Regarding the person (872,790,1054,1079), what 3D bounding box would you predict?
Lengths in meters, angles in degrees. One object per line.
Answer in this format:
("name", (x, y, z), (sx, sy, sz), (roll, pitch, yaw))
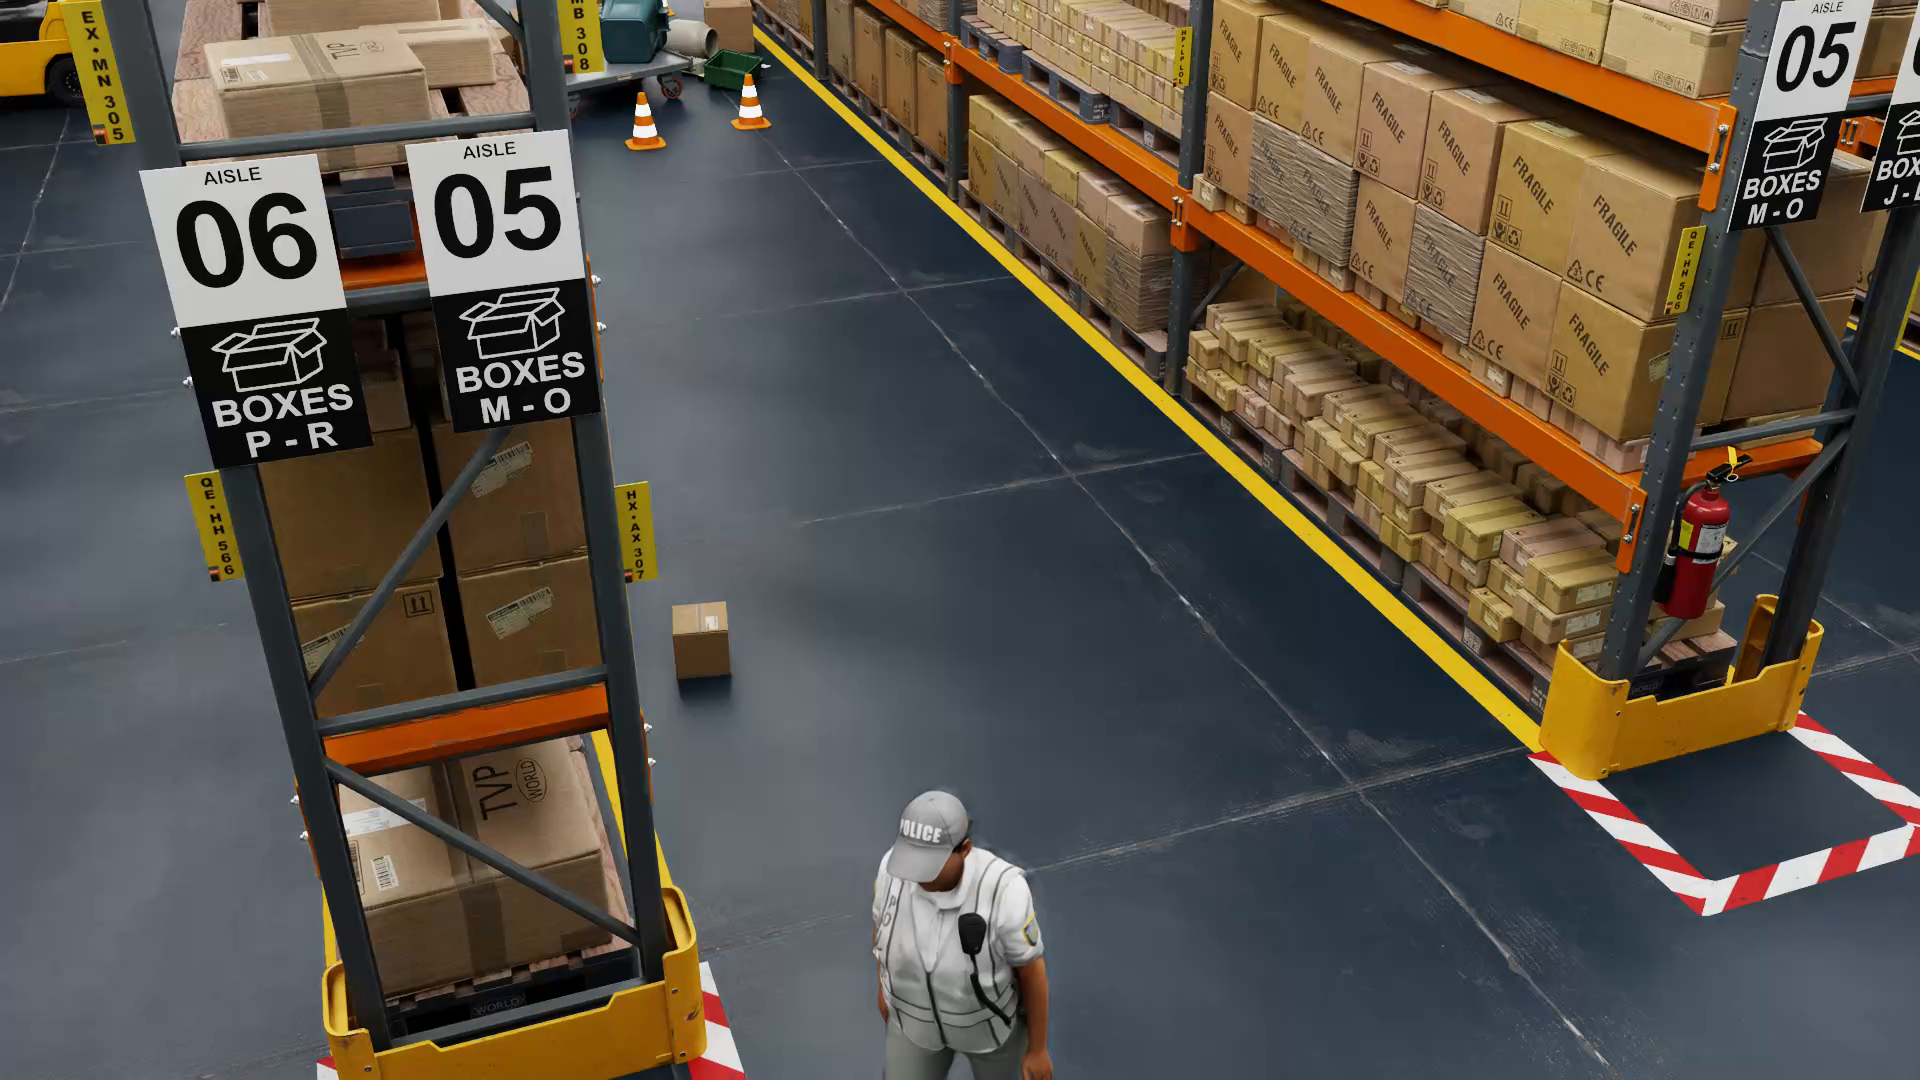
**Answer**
("person", (0.010, 1.384, 4.759), (0.557, 1.698, 0.512), (6, 31, 11))
